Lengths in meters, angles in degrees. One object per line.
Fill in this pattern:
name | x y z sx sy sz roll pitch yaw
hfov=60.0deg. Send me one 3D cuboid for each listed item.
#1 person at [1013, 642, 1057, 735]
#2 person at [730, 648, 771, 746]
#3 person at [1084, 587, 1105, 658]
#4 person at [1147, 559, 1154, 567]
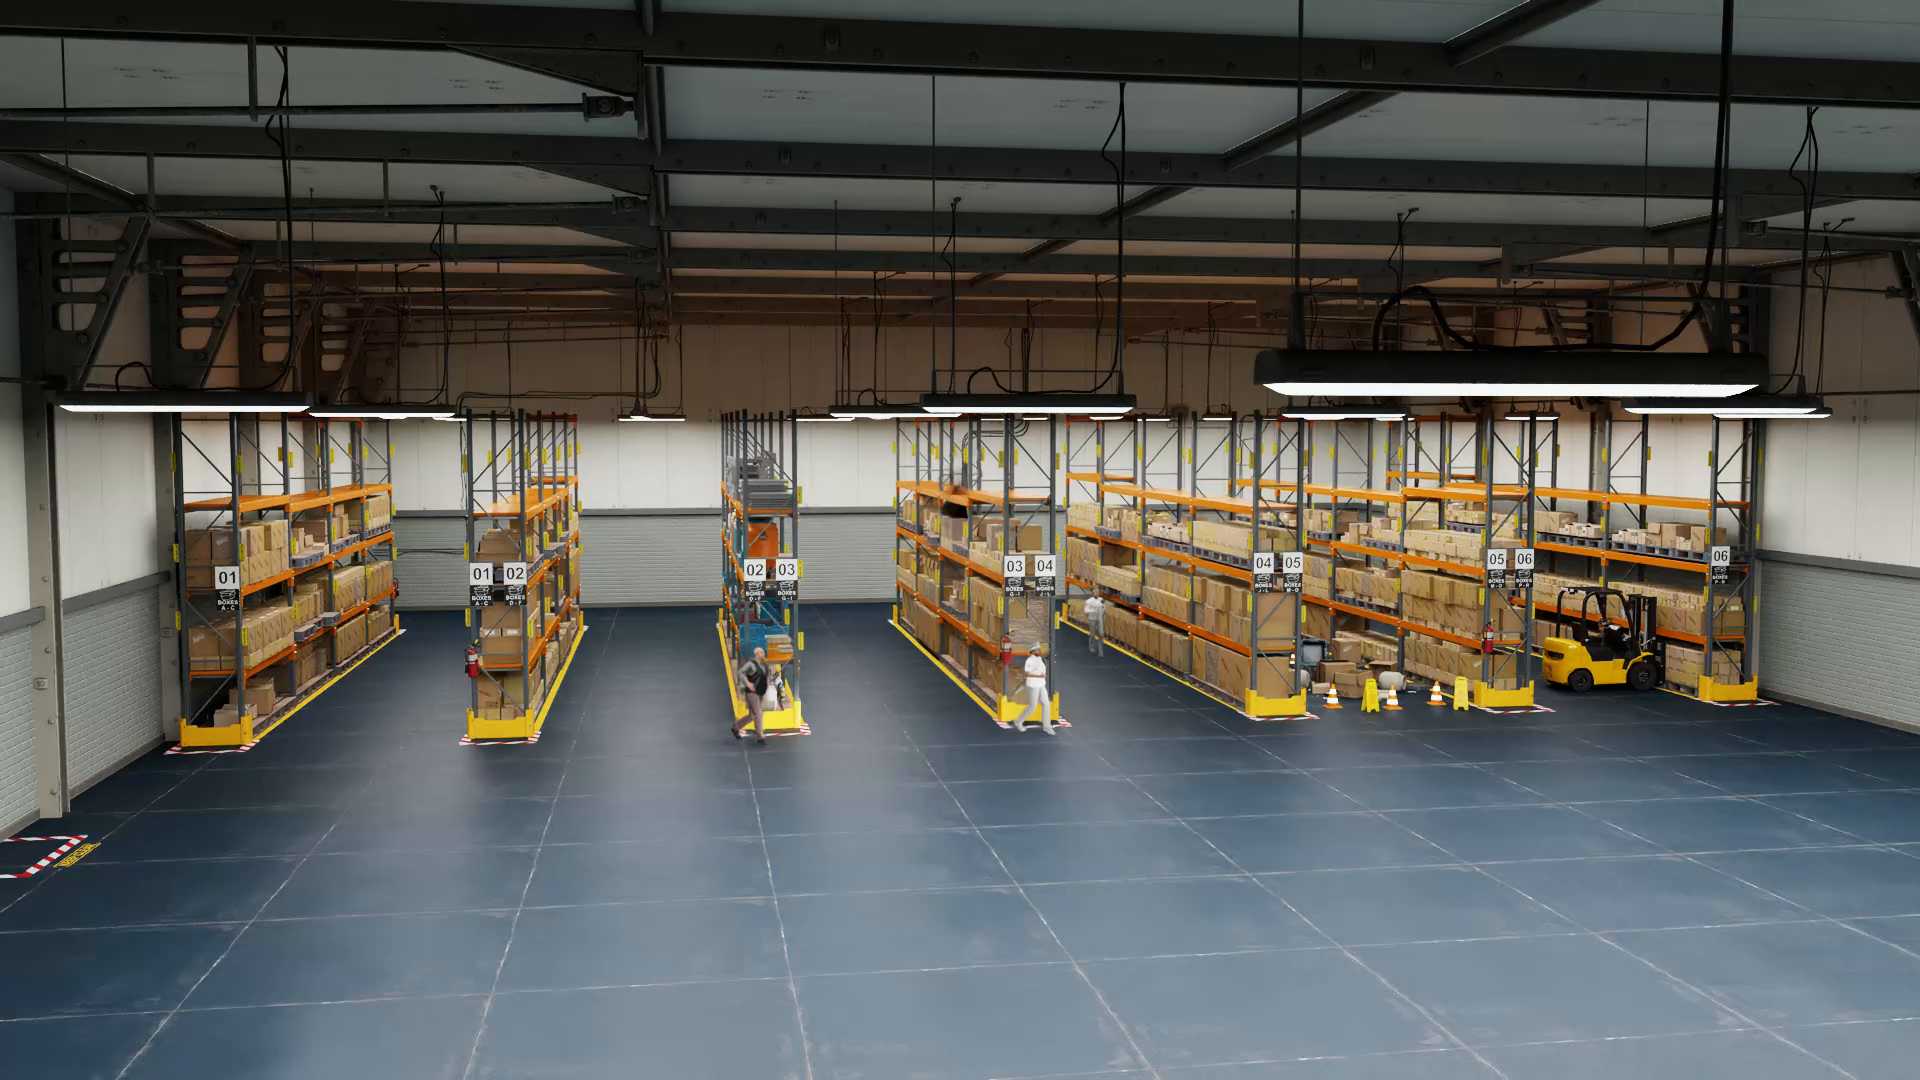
person | 1.384 2.728 30.658 0.824 1.723 0.587 3 5 35
person | -3.677 2.795 29.917 0.911 1.722 0.676 2 4 27
person | 3.351 2.014 41.114 0.598 1.753 0.777 -1 4 -11
person | 6.049 1.402 50.369 0.816 1.665 0.655 -1 4 -18
